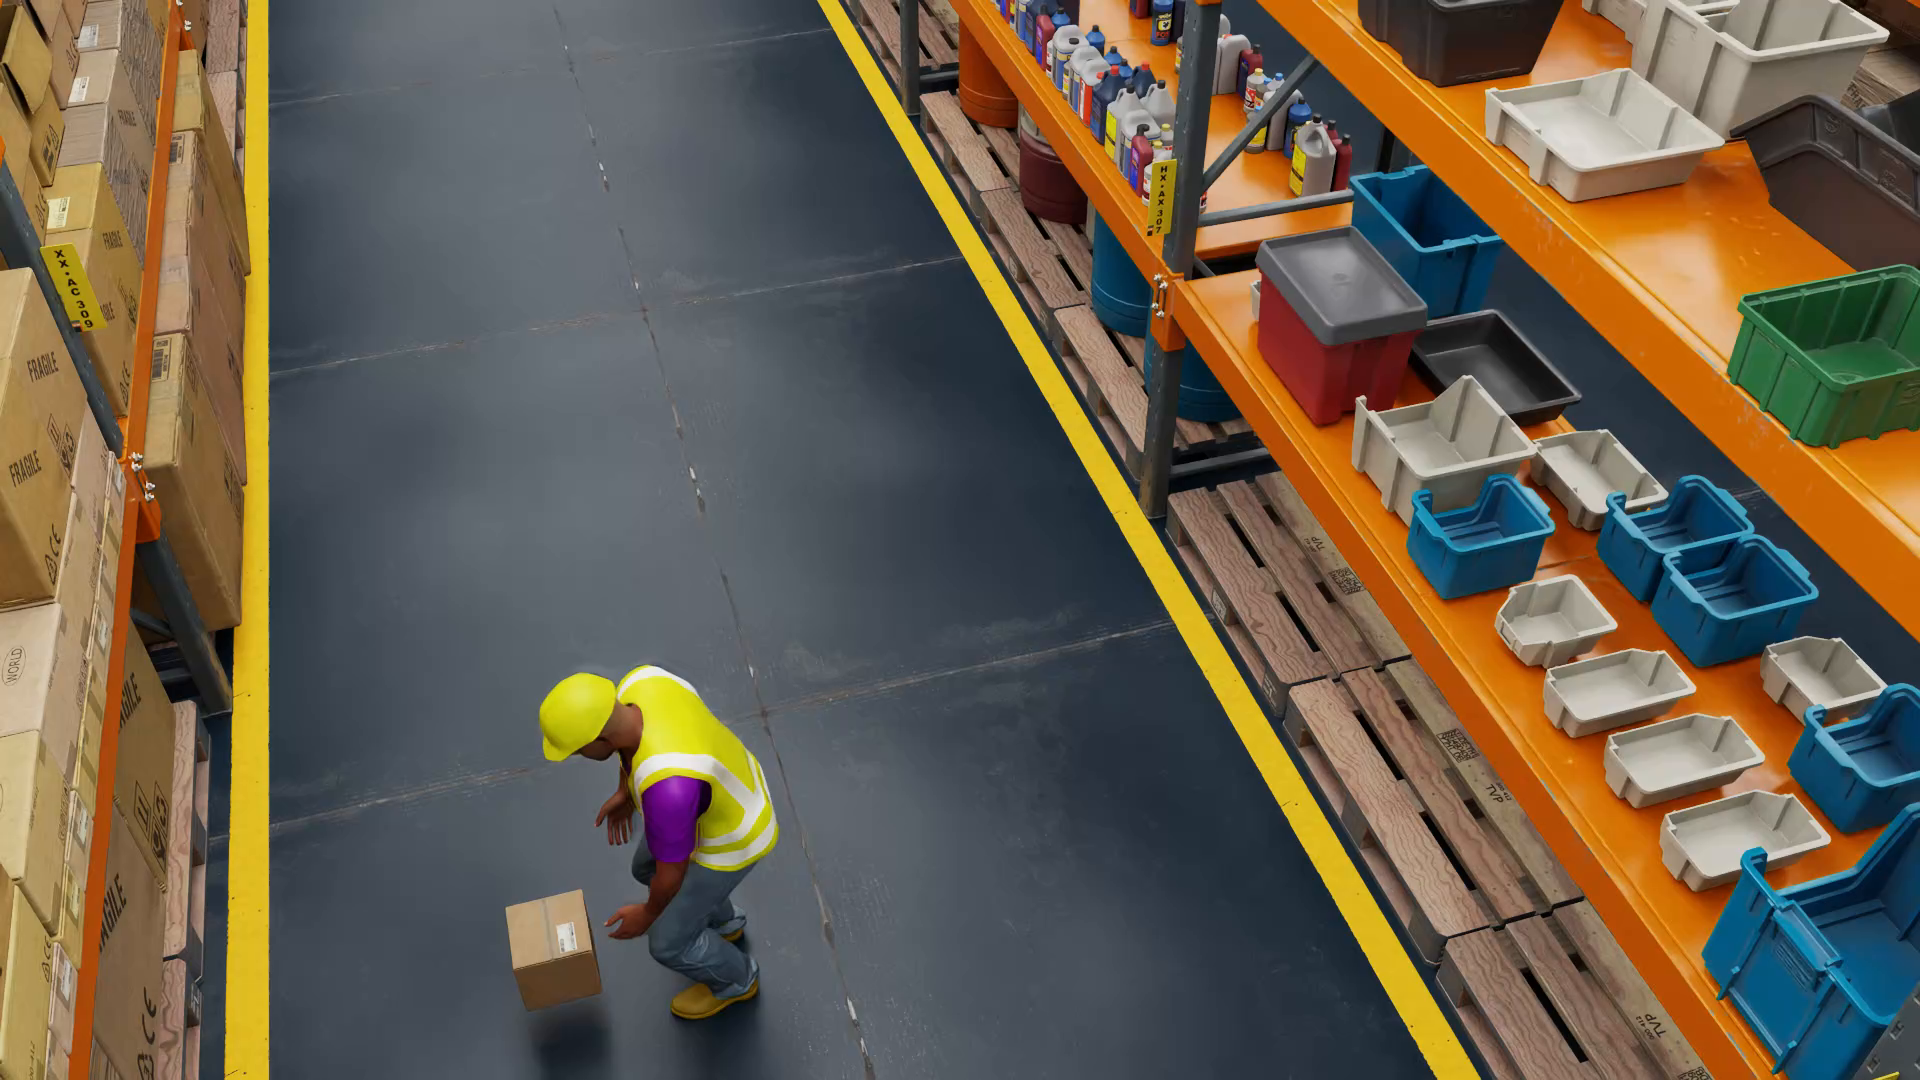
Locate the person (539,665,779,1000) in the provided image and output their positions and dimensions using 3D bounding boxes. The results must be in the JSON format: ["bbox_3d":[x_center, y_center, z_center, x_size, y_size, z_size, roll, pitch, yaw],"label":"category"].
[{"bbox_3d":[-0.897,0.922,5.220,0.644,1.505,0.621,-11,43,-12],"label":"person"}]
